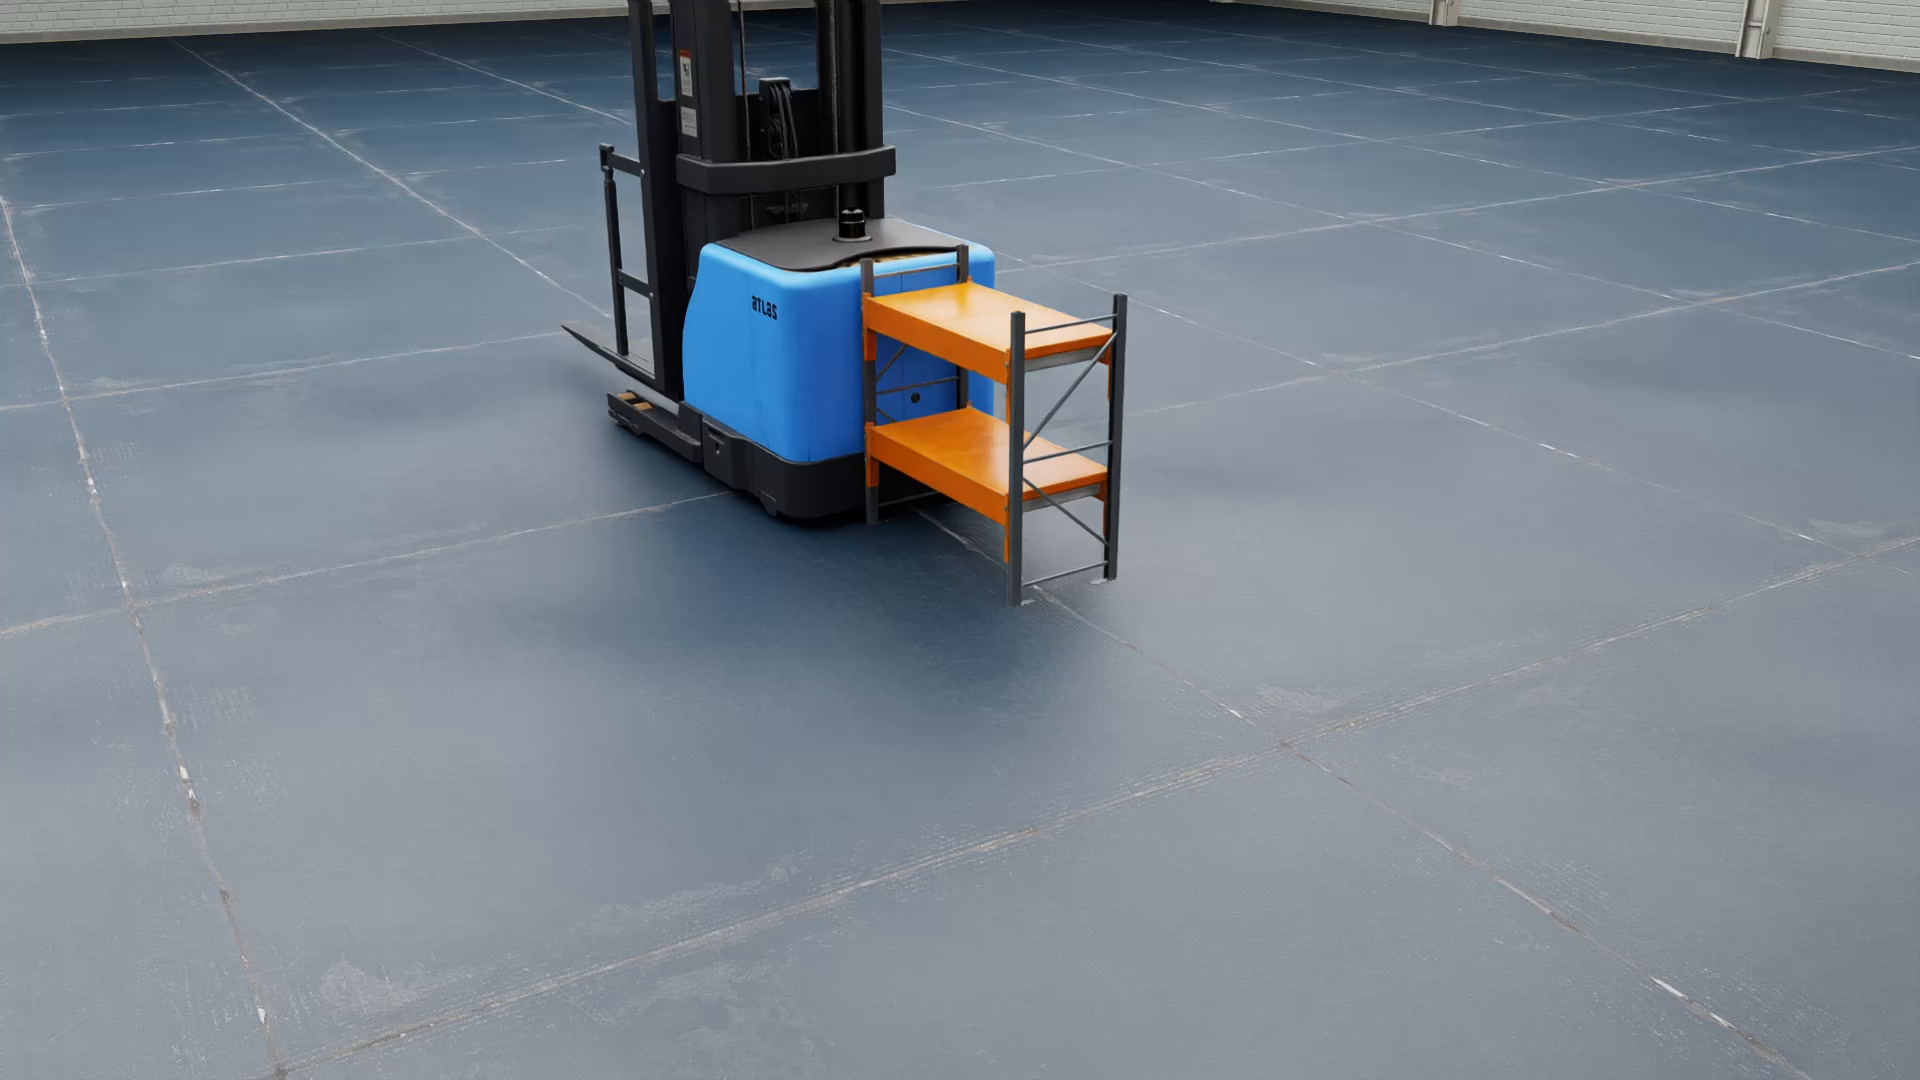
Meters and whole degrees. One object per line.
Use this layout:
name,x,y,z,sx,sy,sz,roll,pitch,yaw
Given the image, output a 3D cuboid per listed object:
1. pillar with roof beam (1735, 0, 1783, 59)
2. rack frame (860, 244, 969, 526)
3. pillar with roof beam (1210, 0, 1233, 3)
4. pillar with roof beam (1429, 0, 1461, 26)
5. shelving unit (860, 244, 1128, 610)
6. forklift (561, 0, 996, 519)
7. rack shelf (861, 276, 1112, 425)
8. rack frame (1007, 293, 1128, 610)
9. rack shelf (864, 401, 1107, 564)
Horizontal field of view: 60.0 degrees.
pillar with roof beam,7.689,-10.269,20.126,9.100,9.000,0.400,-13,25,-28
rack frame,-0.179,-0.635,6.881,0.500,1.125,0.032,-14,26,-31
pillar with roof beam,1.560,-14.154,29.683,9.100,9.000,0.400,-13,25,-28
pillar with roof beam,4.625,-12.212,24.905,9.100,9.000,0.400,-13,25,-28
shelving unit,0.106,-0.477,6.491,0.538,1.125,1.048,-14,26,-31
forklift,-1.076,-1.946,7.707,1.130,2.935,3.031,-14,26,-31
rack shelf,0.106,-0.748,6.381,0.538,0.278,1.000,-14,26,-31
rack frame,0.391,-0.318,6.101,0.500,1.125,0.032,-14,26,-31
rack shelf,0.106,-0.250,6.583,0.538,0.278,1.000,-14,26,-31
